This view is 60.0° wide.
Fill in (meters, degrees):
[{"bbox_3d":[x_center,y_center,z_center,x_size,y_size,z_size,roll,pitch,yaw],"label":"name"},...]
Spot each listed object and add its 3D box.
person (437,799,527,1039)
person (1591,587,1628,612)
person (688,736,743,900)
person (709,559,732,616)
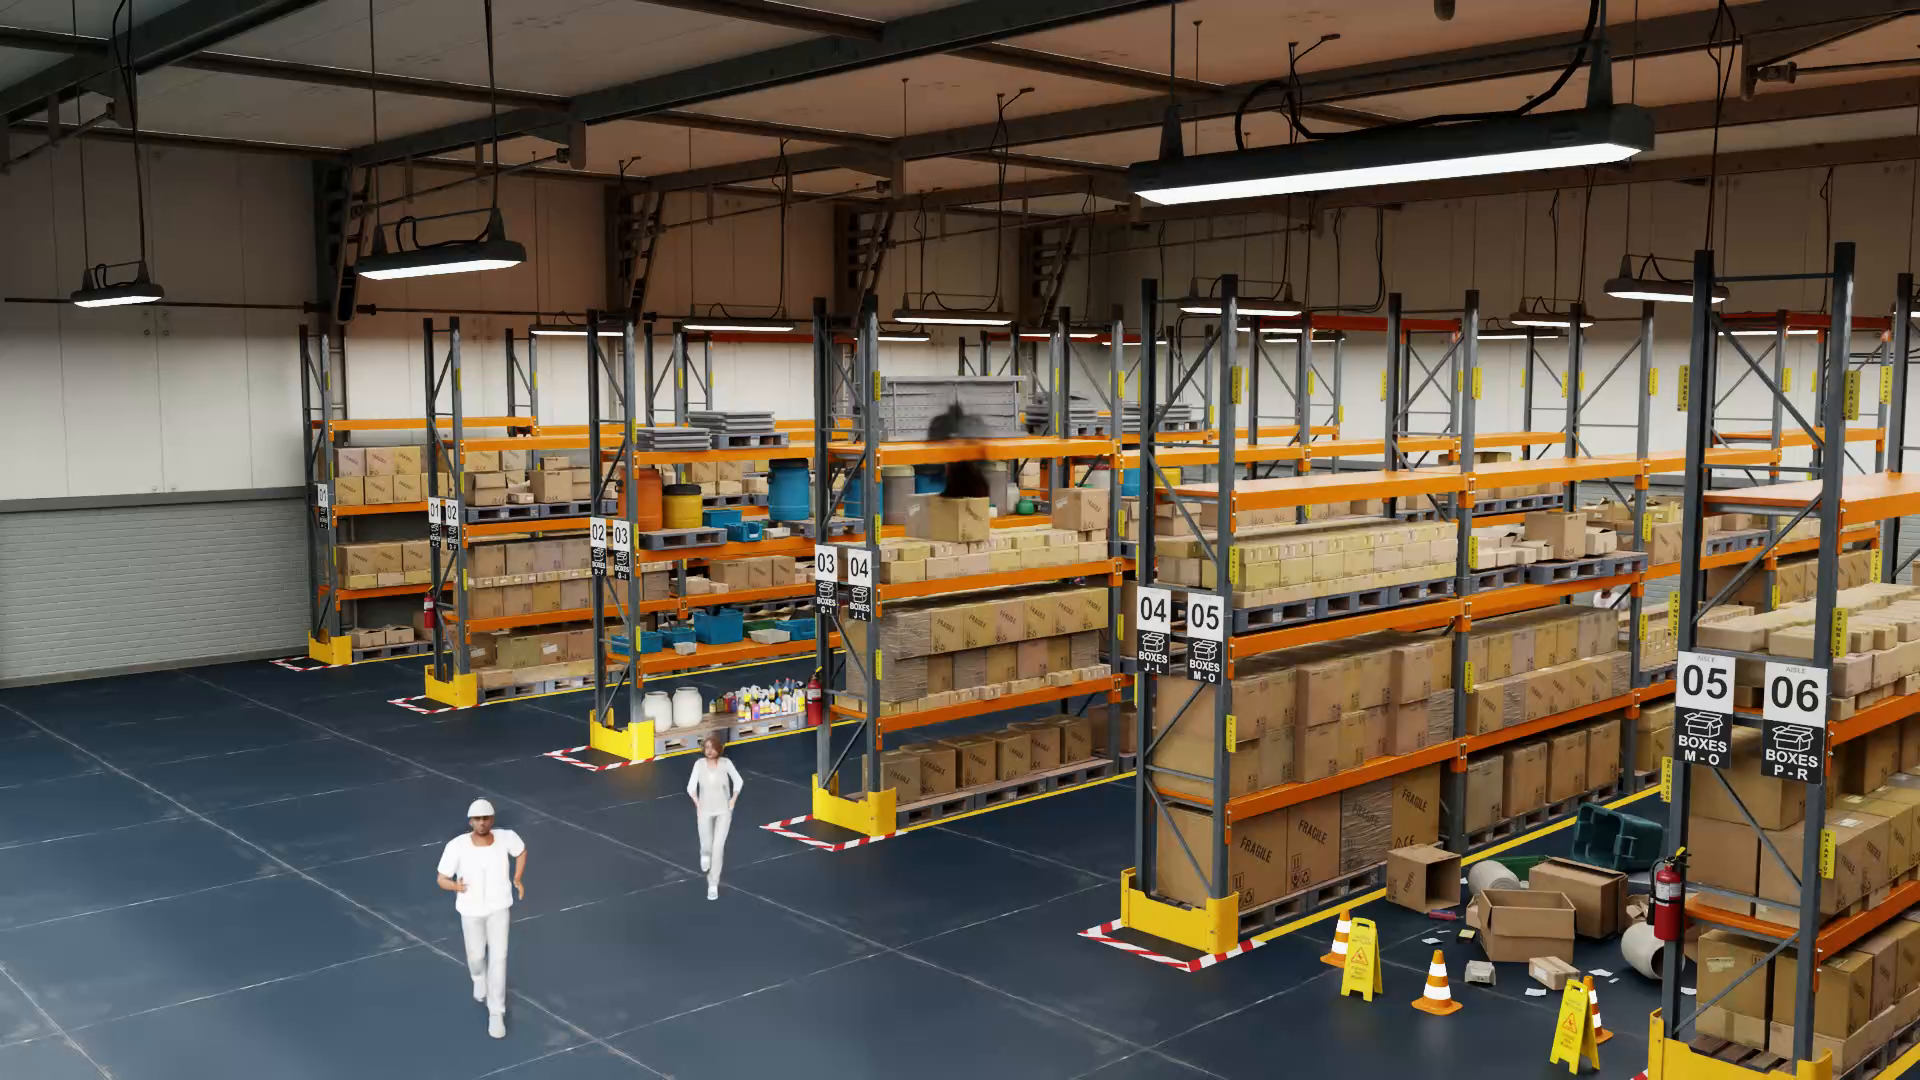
[{"bbox_3d":[-3.776,2.931,13.188,0.695,1.770,0.962,-2,6,-17],"label":"person"},{"bbox_3d":[10.726,1.516,27.581,0.677,1.819,0.717,4,7,37],"label":"person"},{"bbox_3d":[-2.438,2.725,16.602,0.544,1.588,0.704,0,6,-3],"label":"person"},{"bbox_3d":[-4.509,1.186,31.602,0.503,1.628,0.710,4,7,36],"label":"person"}]
